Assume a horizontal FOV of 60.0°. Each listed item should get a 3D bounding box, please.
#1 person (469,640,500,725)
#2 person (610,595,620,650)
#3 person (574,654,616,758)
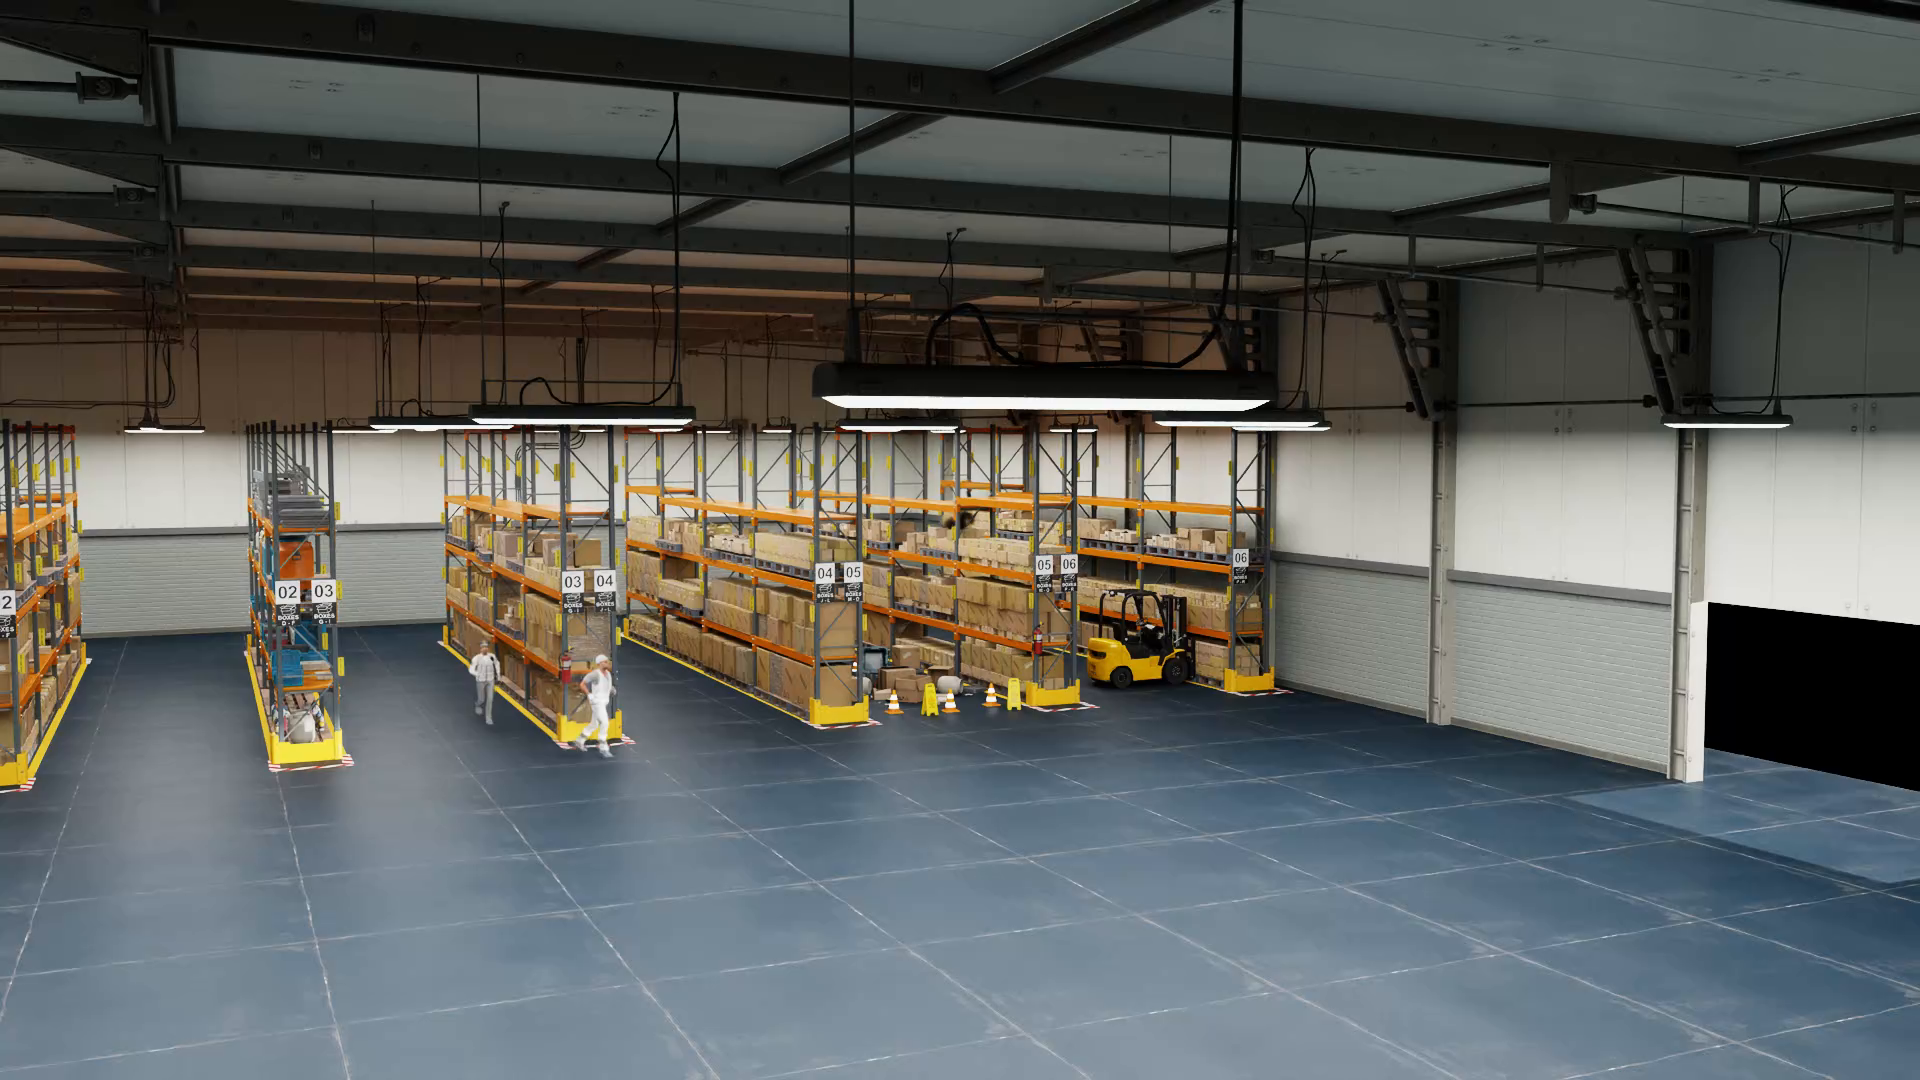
[{"bbox_3d":[-9.436,2.813,33.123,0.630,1.656,0.949,-2,4,-26],"label":"person"},{"bbox_3d":[-9.473,2.050,44.601,0.718,1.791,1.045,-2,4,-25],"label":"person"},{"bbox_3d":[-6.520,2.958,29.882,0.834,1.825,0.659,1,4,15],"label":"person"}]
